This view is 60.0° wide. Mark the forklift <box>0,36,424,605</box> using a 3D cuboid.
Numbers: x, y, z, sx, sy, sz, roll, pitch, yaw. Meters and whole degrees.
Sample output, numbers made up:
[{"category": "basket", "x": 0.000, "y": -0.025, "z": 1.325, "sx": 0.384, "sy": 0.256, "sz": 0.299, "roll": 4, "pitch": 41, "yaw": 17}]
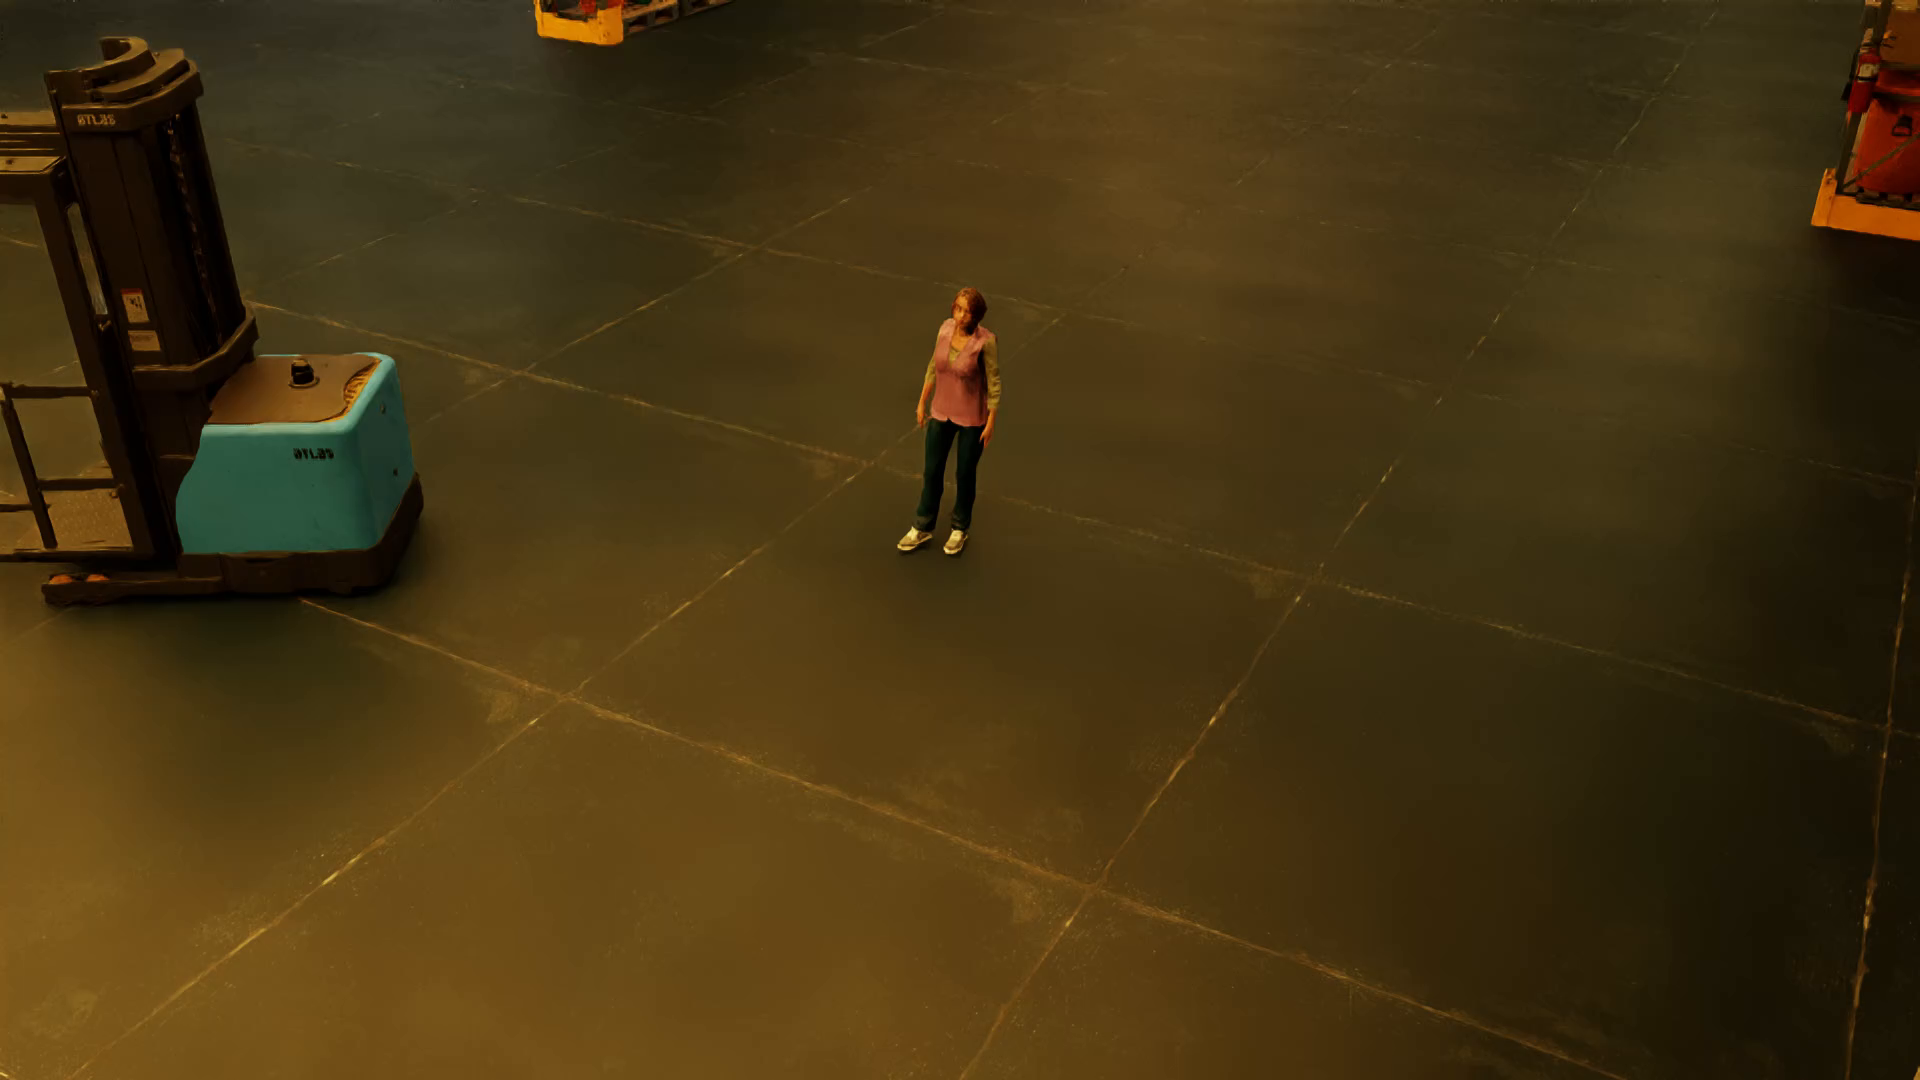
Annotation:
[{"category": "forklift", "x": -4.792, "y": -1.175, "z": 9.106, "sx": 3.031, "sy": 2.935, "sz": 1.130, "roll": -1, "pitch": 30, "yaw": -2}]

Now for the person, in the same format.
[{"category": "person", "x": -0.048, "y": -0.669, "z": 9.550, "sx": 0.520, "sy": 1.597, "sz": 0.474, "roll": 15, "pitch": 33, "yaw": 25}]
